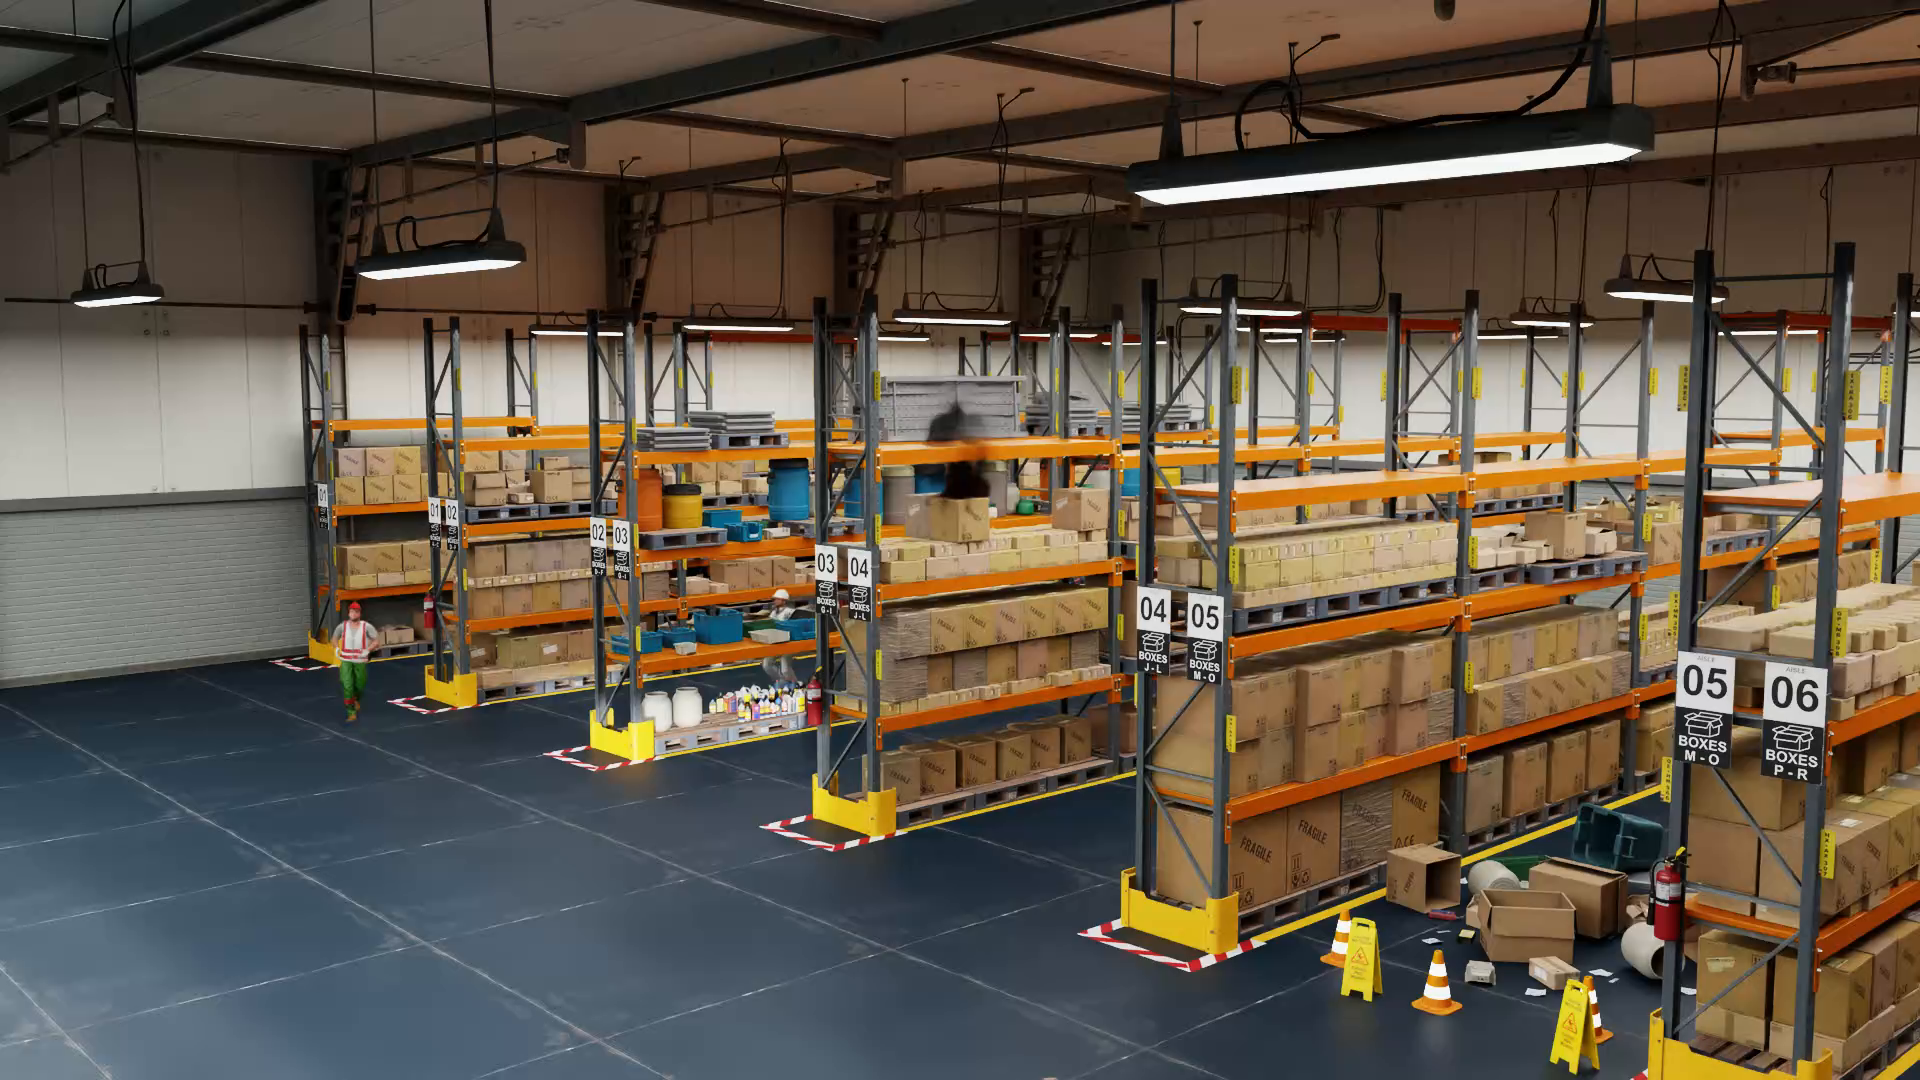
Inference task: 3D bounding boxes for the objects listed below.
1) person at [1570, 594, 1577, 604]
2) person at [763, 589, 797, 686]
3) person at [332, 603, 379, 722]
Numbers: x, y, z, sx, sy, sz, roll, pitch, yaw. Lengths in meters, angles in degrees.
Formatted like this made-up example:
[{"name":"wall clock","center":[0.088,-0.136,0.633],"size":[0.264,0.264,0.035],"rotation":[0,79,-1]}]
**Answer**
[{"name":"person","center":[9.645,1.638,26.494],"size":[0.583,1.675,0.874],"rotation":[5,7,39]},{"name":"person","center":[-2.848,1.635,26.265],"size":[0.630,1.728,0.731],"rotation":[5,8,40]},{"name":"person","center":[-9.040,1.810,24.881],"size":[0.674,1.757,0.678],"rotation":[-2,6,-15]}]
